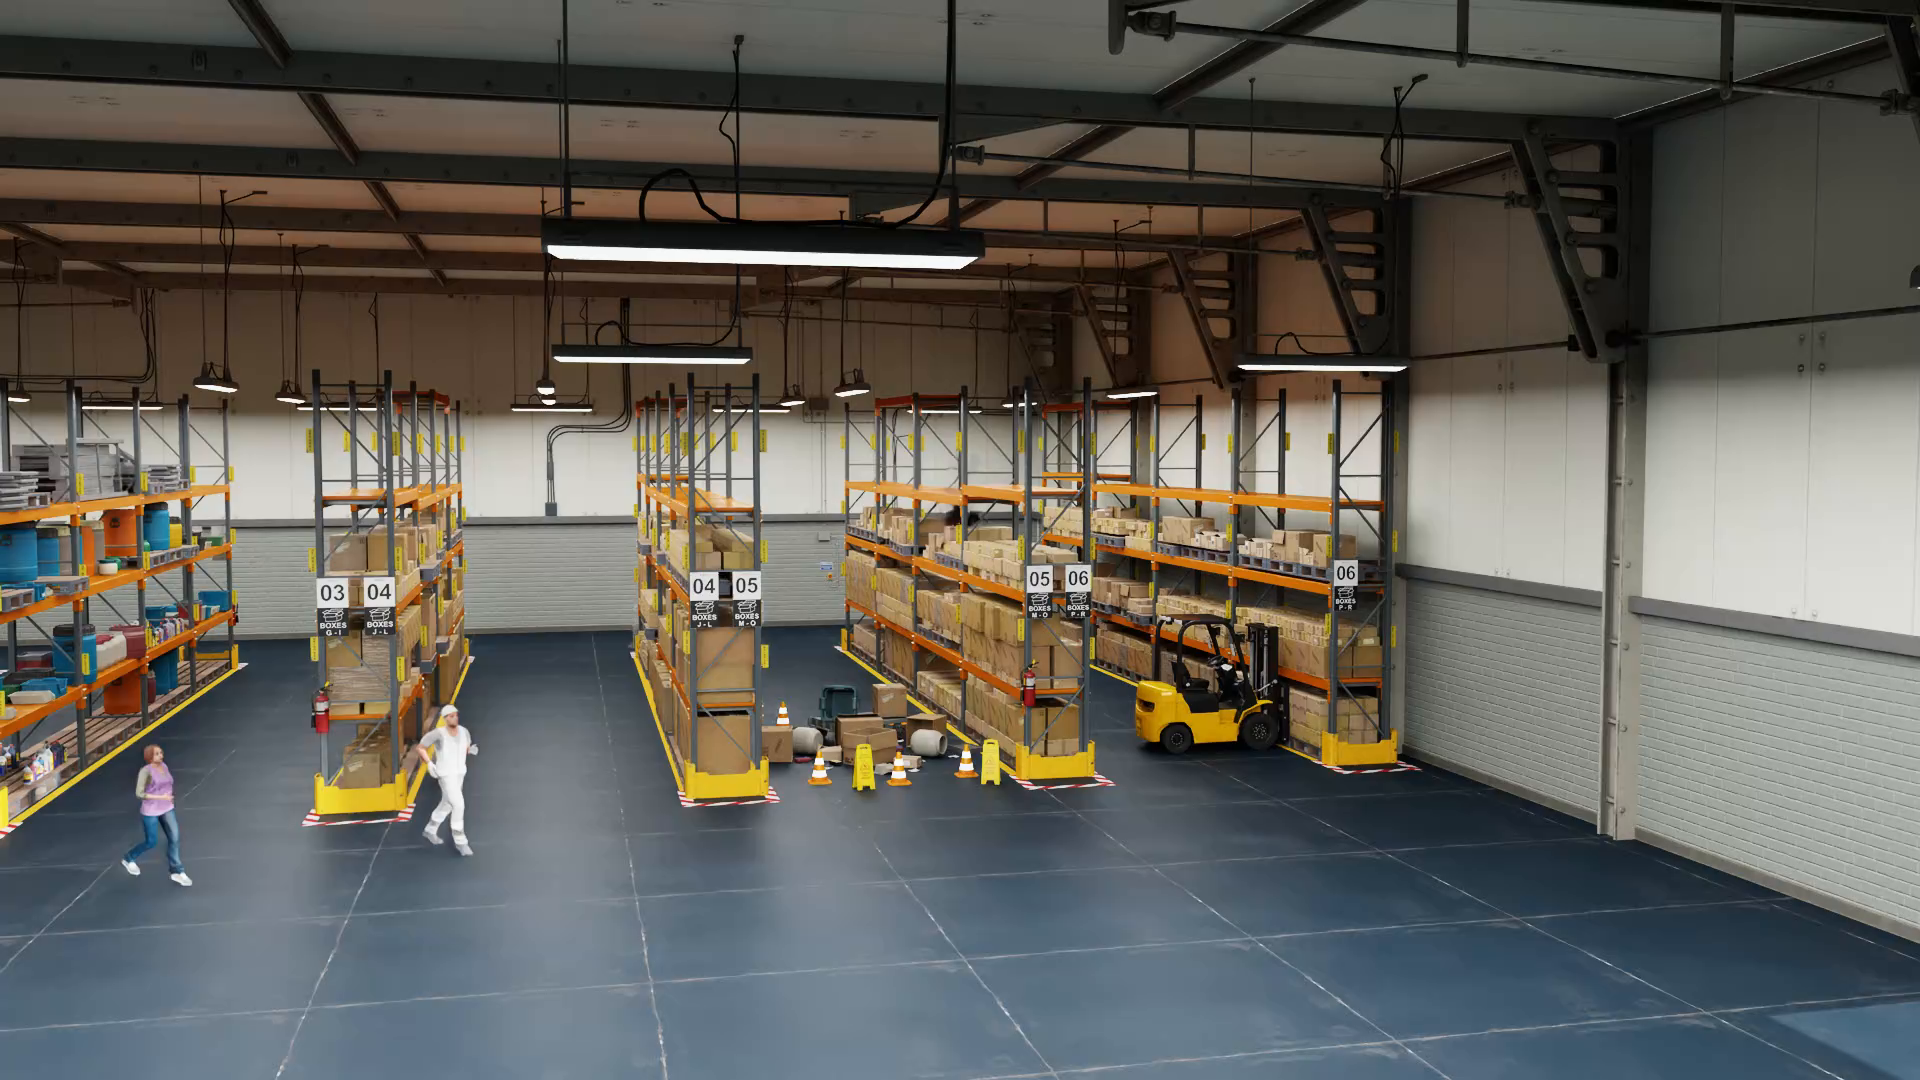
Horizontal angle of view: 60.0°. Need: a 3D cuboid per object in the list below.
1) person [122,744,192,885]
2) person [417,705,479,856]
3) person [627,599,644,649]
[{"bbox_3d":[-9.127,3.121,18.893,0.873,1.576,0.552,1,3,19],"label":"person"},{"bbox_3d":[-6.266,2.928,20.452,0.856,1.836,0.624,2,4,27],"label":"person"},{"bbox_3d":[-7.738,1.831,40.464,0.845,1.659,0.667,0,3,2],"label":"person"}]
